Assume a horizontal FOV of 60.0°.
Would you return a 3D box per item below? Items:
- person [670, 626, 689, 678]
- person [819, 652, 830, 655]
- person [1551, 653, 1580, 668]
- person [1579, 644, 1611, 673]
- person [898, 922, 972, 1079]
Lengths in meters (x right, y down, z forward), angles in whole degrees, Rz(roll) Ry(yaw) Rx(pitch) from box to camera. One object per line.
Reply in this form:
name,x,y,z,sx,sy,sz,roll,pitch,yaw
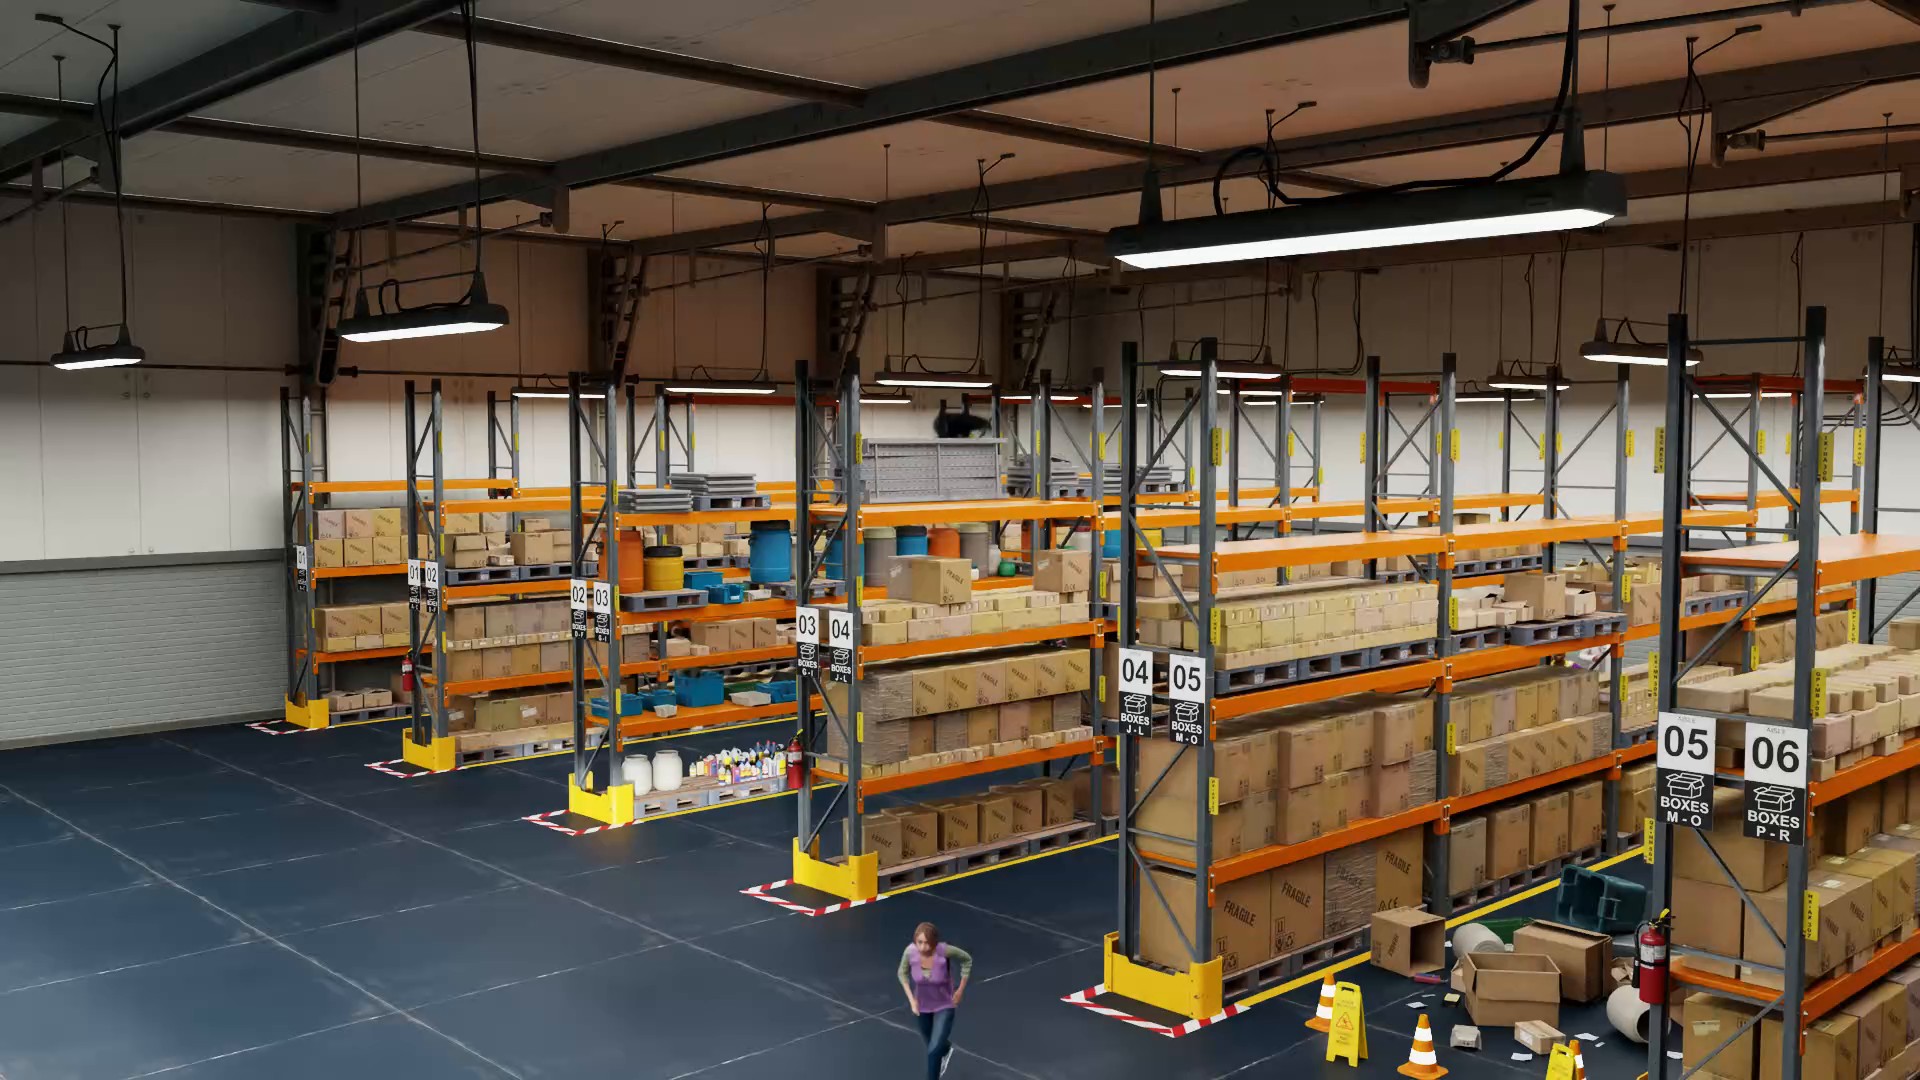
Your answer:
person,-5.218,2.374,30.852,0.537,1.586,0.881,3,5,36
person,-2.701,2.145,34.697,0.591,1.649,0.699,3,5,38
person,9.835,2.562,27.192,0.699,1.702,0.653,-3,5,-40
person,11.364,2.407,29.547,0.708,1.838,0.856,1,4,17
person,-0.178,3.605,12.771,0.572,1.547,0.884,1,4,8
